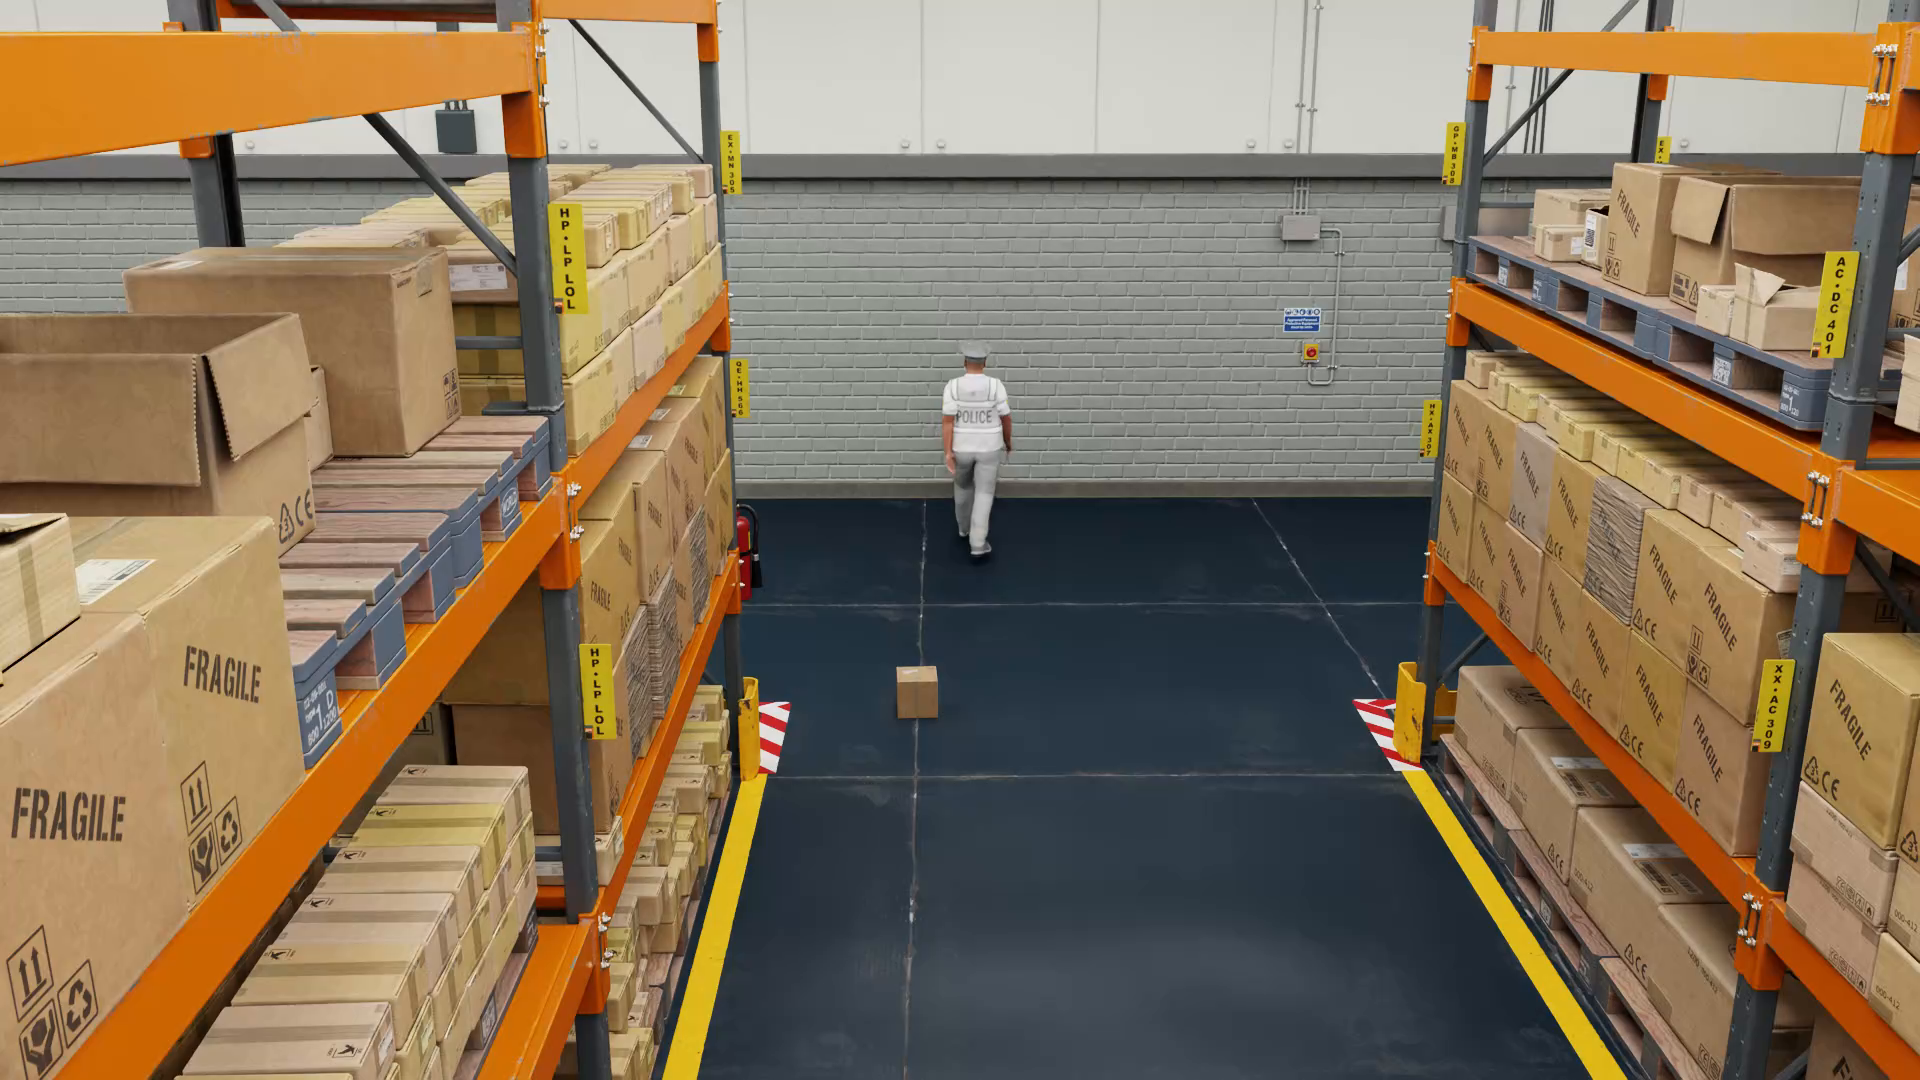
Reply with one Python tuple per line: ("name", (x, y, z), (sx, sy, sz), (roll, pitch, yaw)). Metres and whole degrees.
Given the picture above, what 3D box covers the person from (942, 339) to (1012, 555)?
("person", (0.152, -0.790, 13.570), (0.548, 1.717, 1.013), (2, 17, 8))
